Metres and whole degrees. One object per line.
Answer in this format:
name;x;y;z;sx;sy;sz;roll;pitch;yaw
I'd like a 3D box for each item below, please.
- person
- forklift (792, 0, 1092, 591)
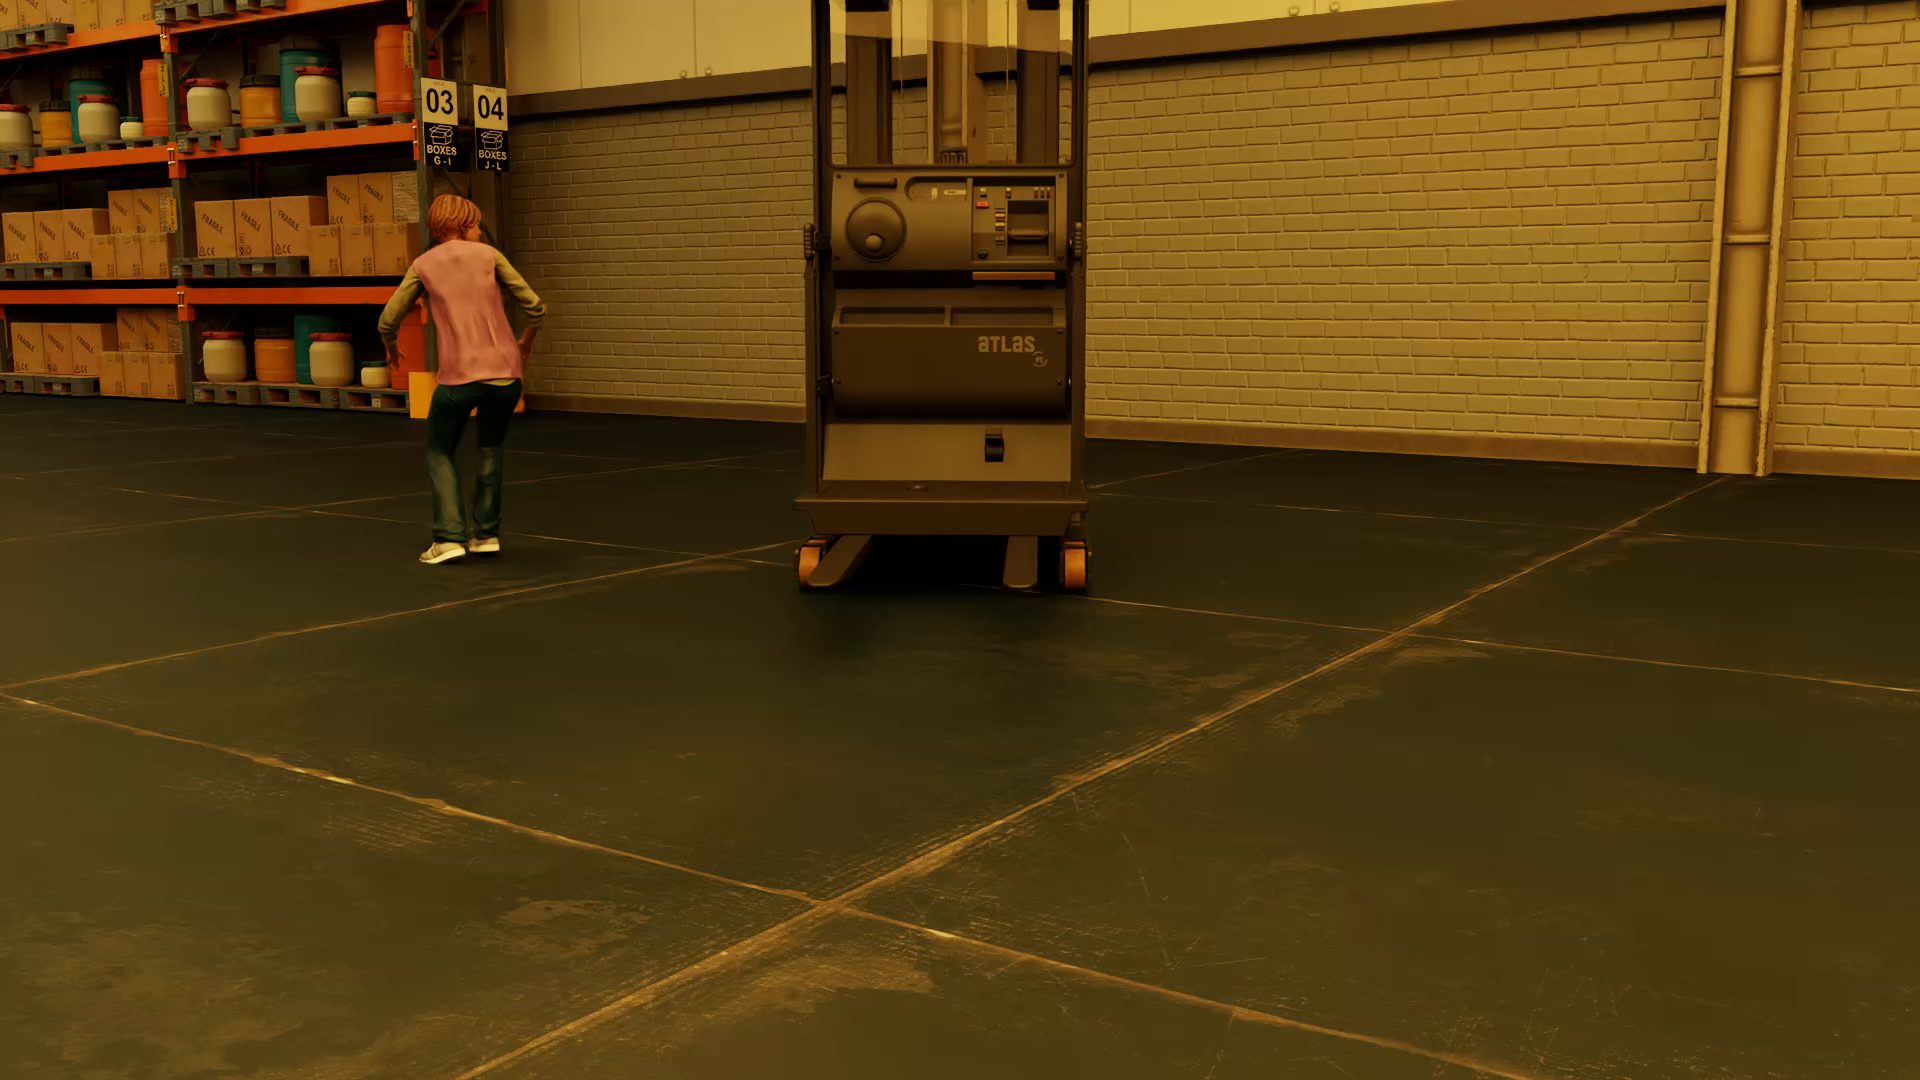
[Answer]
person;-2.101;-0.664;7.023;0.656;1.529;0.600;-4;9;-27
forklift;-0.050;-1.304;6.363;1.130;2.935;3.031;0;8;3
